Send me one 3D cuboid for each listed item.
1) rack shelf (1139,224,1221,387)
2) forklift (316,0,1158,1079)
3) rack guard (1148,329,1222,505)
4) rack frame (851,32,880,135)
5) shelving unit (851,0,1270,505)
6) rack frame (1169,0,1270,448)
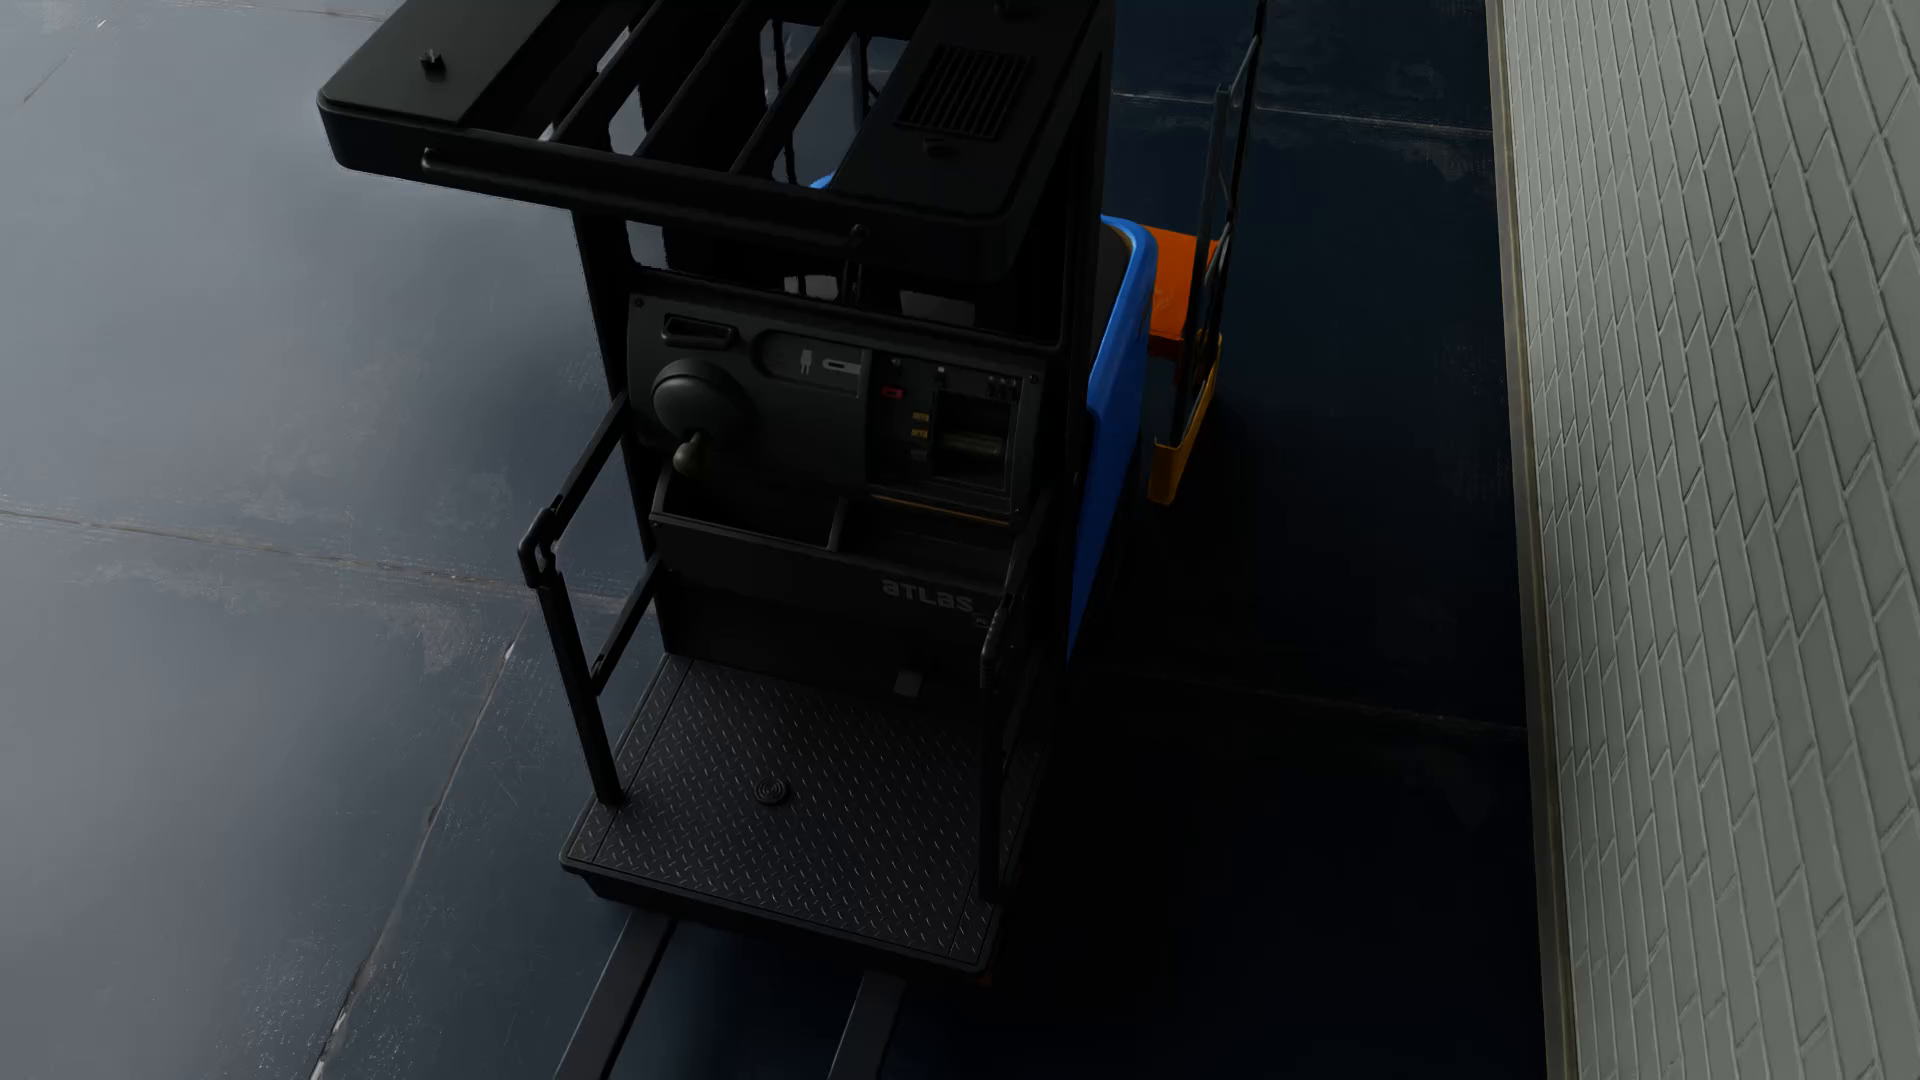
[{"bbox_3d":[0.278,-0.829,5.228,1.000,0.185,0.538,15,50,13],"label":"rack shelf"},{"bbox_3d":[-0.335,-0.183,3.444,1.130,2.935,3.031,12,49,11],"label":"forklift"},{"bbox_3d":[0.738,-0.408,5.449,0.087,0.250,0.587,15,50,13],"label":"rack guard"},{"bbox_3d":[-0.200,-1.077,5.210,0.032,1.500,0.500,15,50,13],"label":"rack frame"},{"bbox_3d":[0.270,-0.951,5.097,1.083,1.500,0.587,15,50,13],"label":"shelving unit"},{"bbox_3d":[0.757,-0.821,4.979,0.032,1.500,0.500,15,50,13],"label":"rack frame"}]
